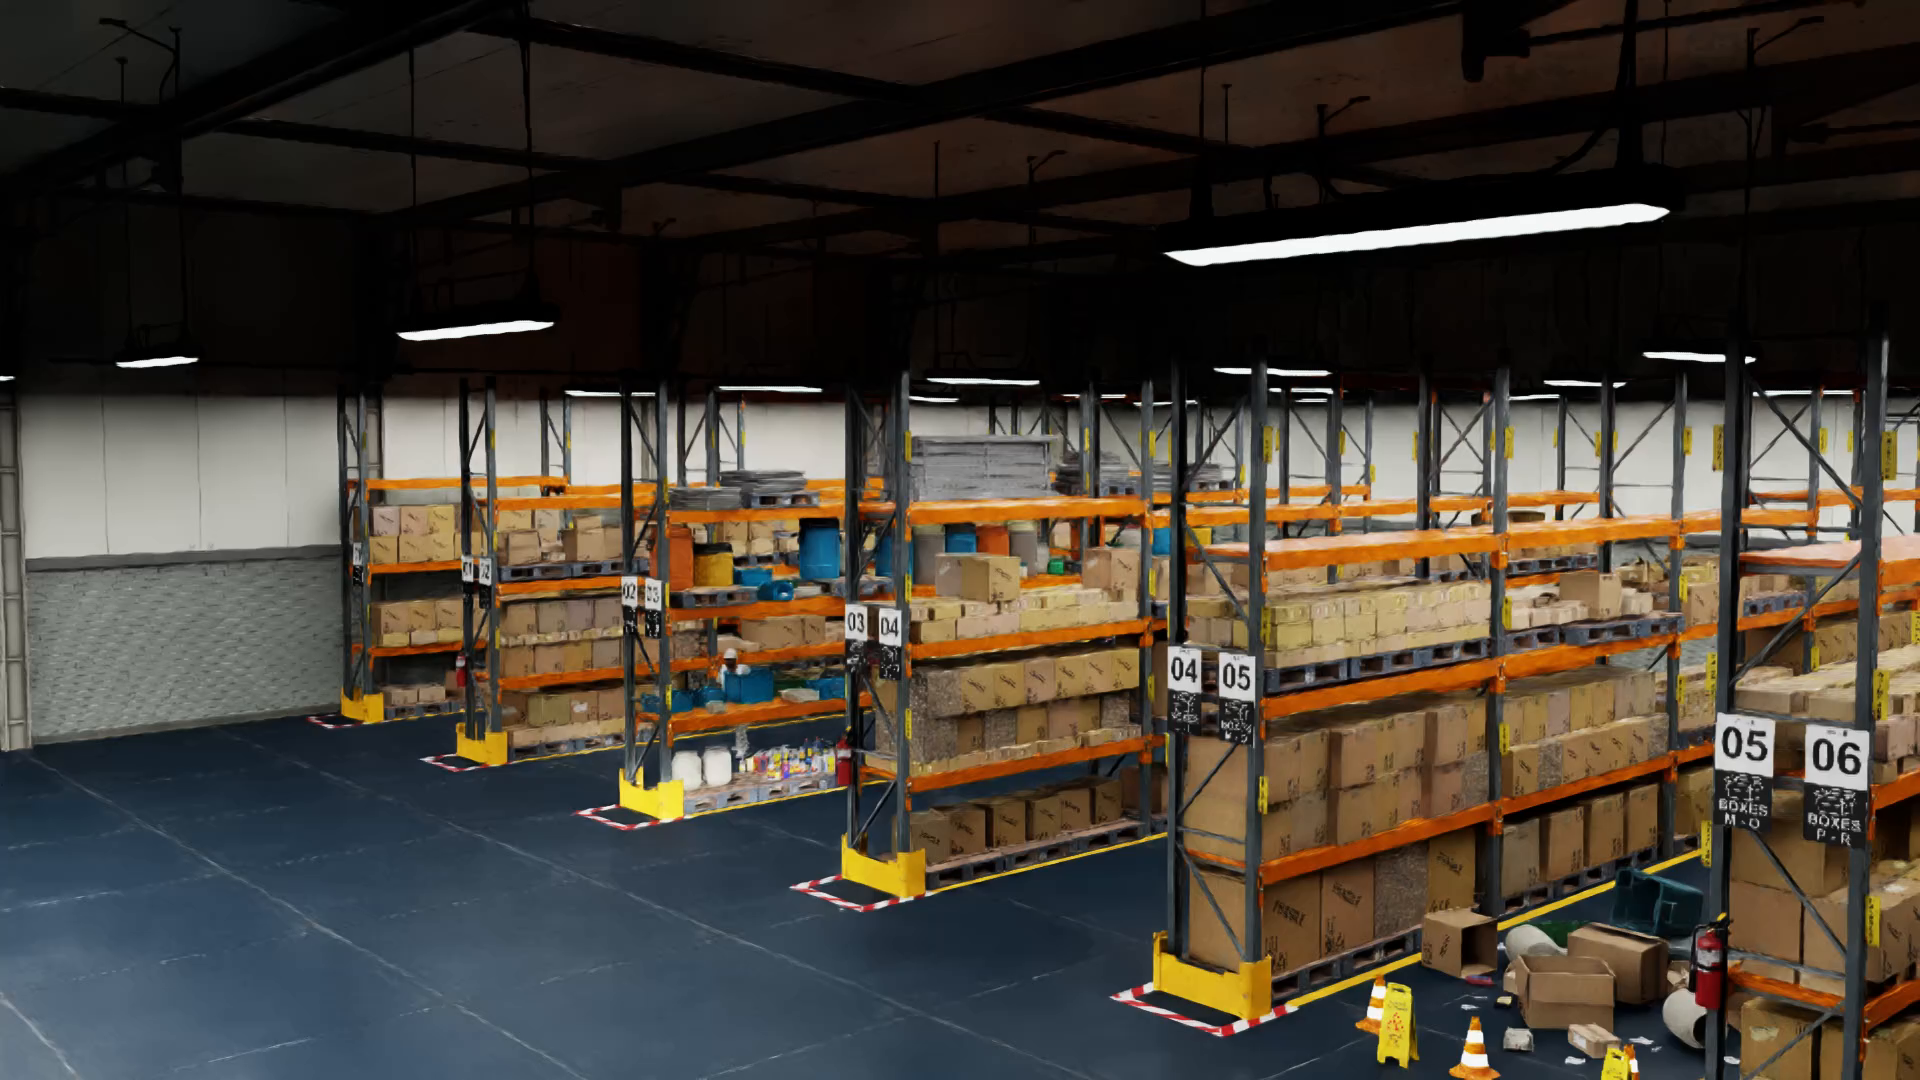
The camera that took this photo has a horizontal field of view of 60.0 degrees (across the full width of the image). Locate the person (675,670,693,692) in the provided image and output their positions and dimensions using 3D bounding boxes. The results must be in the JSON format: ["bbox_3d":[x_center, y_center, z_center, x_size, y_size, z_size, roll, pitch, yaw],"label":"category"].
[{"bbox_3d":[-5.406,2.255,31.887,0.444,1.604,1.016,3,5,40],"label":"person"}]

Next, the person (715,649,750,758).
[{"bbox_3d":[-3.537,2.566,26.404,0.701,1.717,0.849,2,4,32],"label":"person"}]
